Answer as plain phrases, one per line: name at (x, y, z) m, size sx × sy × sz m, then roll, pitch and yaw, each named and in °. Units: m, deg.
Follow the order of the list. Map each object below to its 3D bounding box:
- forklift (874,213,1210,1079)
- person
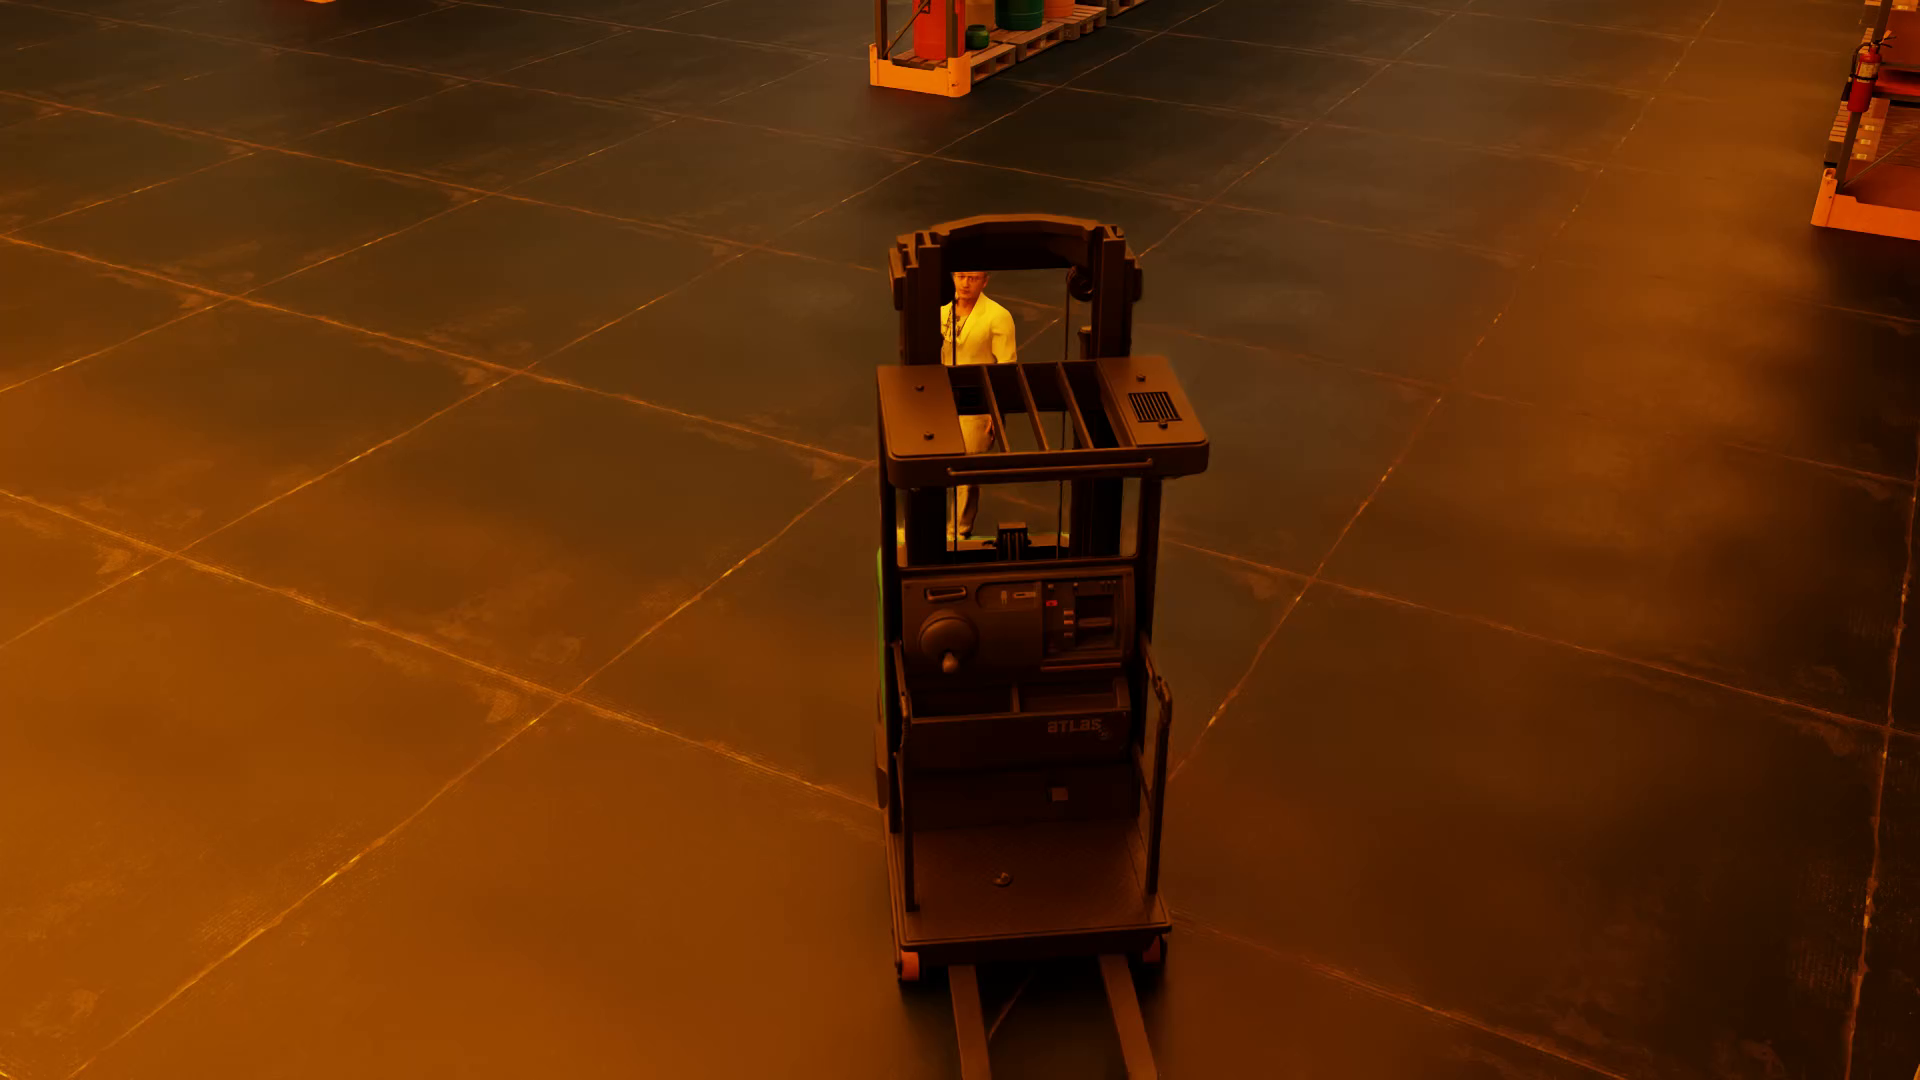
forklift at (0.260, 0.369, 6.432) m, size 1.130 × 2.935 × 3.031 m, roll -3°, pitch 30°, yaw -5°
person at (-0.048, -0.737, 9.487) m, size 0.696 × 1.777 × 0.578 m, roll 15°, pitch 33°, yaw 25°
